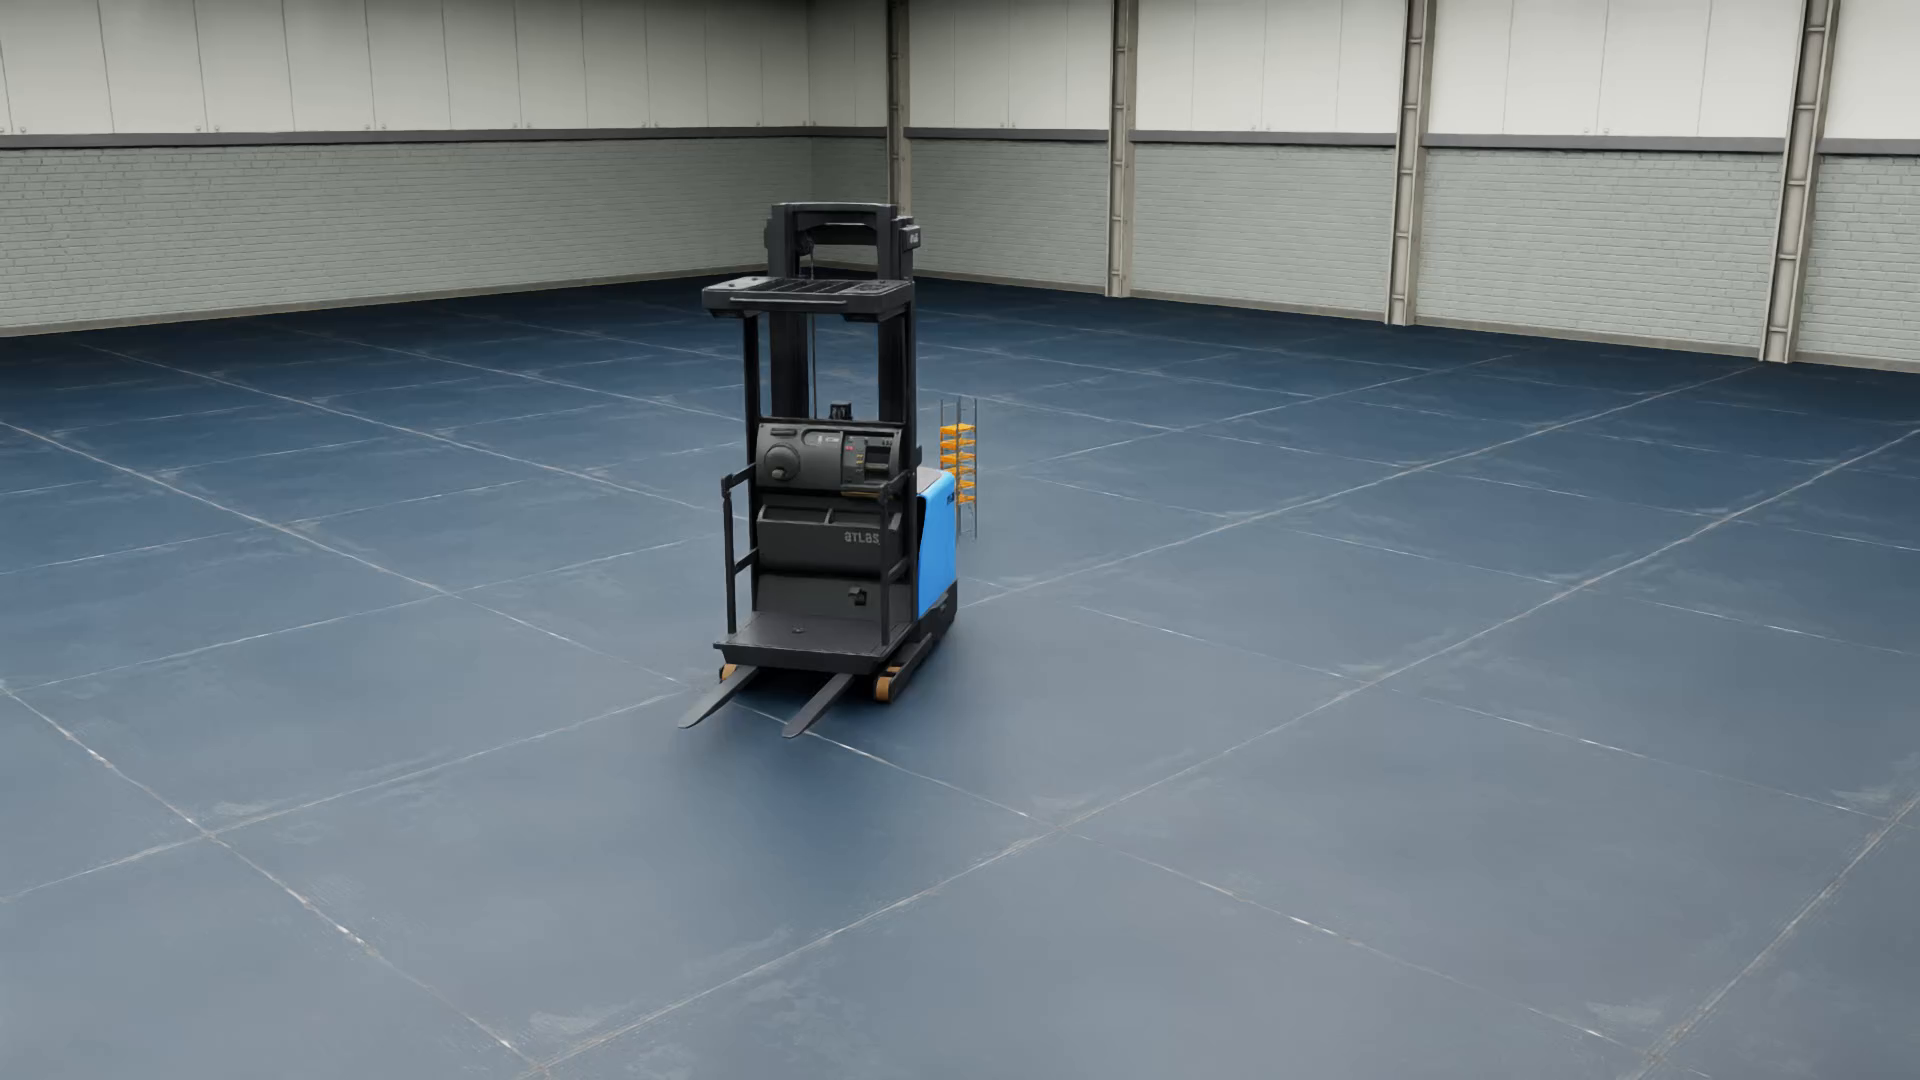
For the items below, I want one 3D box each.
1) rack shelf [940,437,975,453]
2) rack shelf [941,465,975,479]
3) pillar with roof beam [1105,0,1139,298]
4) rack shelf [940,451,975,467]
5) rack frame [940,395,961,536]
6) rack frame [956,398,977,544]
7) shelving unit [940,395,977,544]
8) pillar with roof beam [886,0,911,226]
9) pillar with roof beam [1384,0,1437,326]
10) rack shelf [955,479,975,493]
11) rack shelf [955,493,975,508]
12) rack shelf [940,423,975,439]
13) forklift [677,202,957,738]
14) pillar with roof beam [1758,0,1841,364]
[{"bbox_3d":[-0.010,-0.772,13.741,0.180,0.103,0.258,14,20,42],"label":"rack shelf"},{"bbox_3d":[-0.010,-0.540,13.802,0.180,0.103,0.258,14,20,42],"label":"rack shelf"},{"bbox_3d":[0.034,-8.230,27.670,0.400,9.000,9.100,14,20,42],"label":"pillar with roof beam"},{"bbox_3d":[-0.010,-0.656,13.771,0.180,0.103,0.258,14,20,42],"label":"rack shelf"},{"bbox_3d":[-0.076,-0.599,13.852,0.006,1.200,0.240,14,20,42],"label":"rack frame"},{"bbox_3d":[0.055,-0.567,13.729,0.006,1.200,0.240,14,20,42],"label":"rack frame"},{"bbox_3d":[-0.010,-0.583,13.791,0.189,1.200,0.258,14,20,42],"label":"shelving unit"},{"bbox_3d":[-4.285,-9.280,31.700,0.400,9.000,9.100,14,20,42],"label":"pillar with roof beam"},{"bbox_3d":[4.354,-7.180,23.640,0.400,9.000,9.100,14,20,42],"label":"pillar with roof beam"},{"bbox_3d":[-0.010,-0.424,13.832,0.180,0.103,0.258,14,20,42],"label":"rack shelf"},{"bbox_3d":[-0.010,-0.308,13.862,0.180,0.103,0.258,14,20,42],"label":"rack shelf"},{"bbox_3d":[-0.010,-0.889,13.711,0.180,0.103,0.258,14,20,42],"label":"rack shelf"},{"bbox_3d":[-0.868,-0.529,10.151,1.130,2.935,3.031,4,15,13],"label":"forklift"},{"bbox_3d":[8.673,-6.130,19.610,0.400,9.000,9.100,14,20,42],"label":"pillar with roof beam"}]
